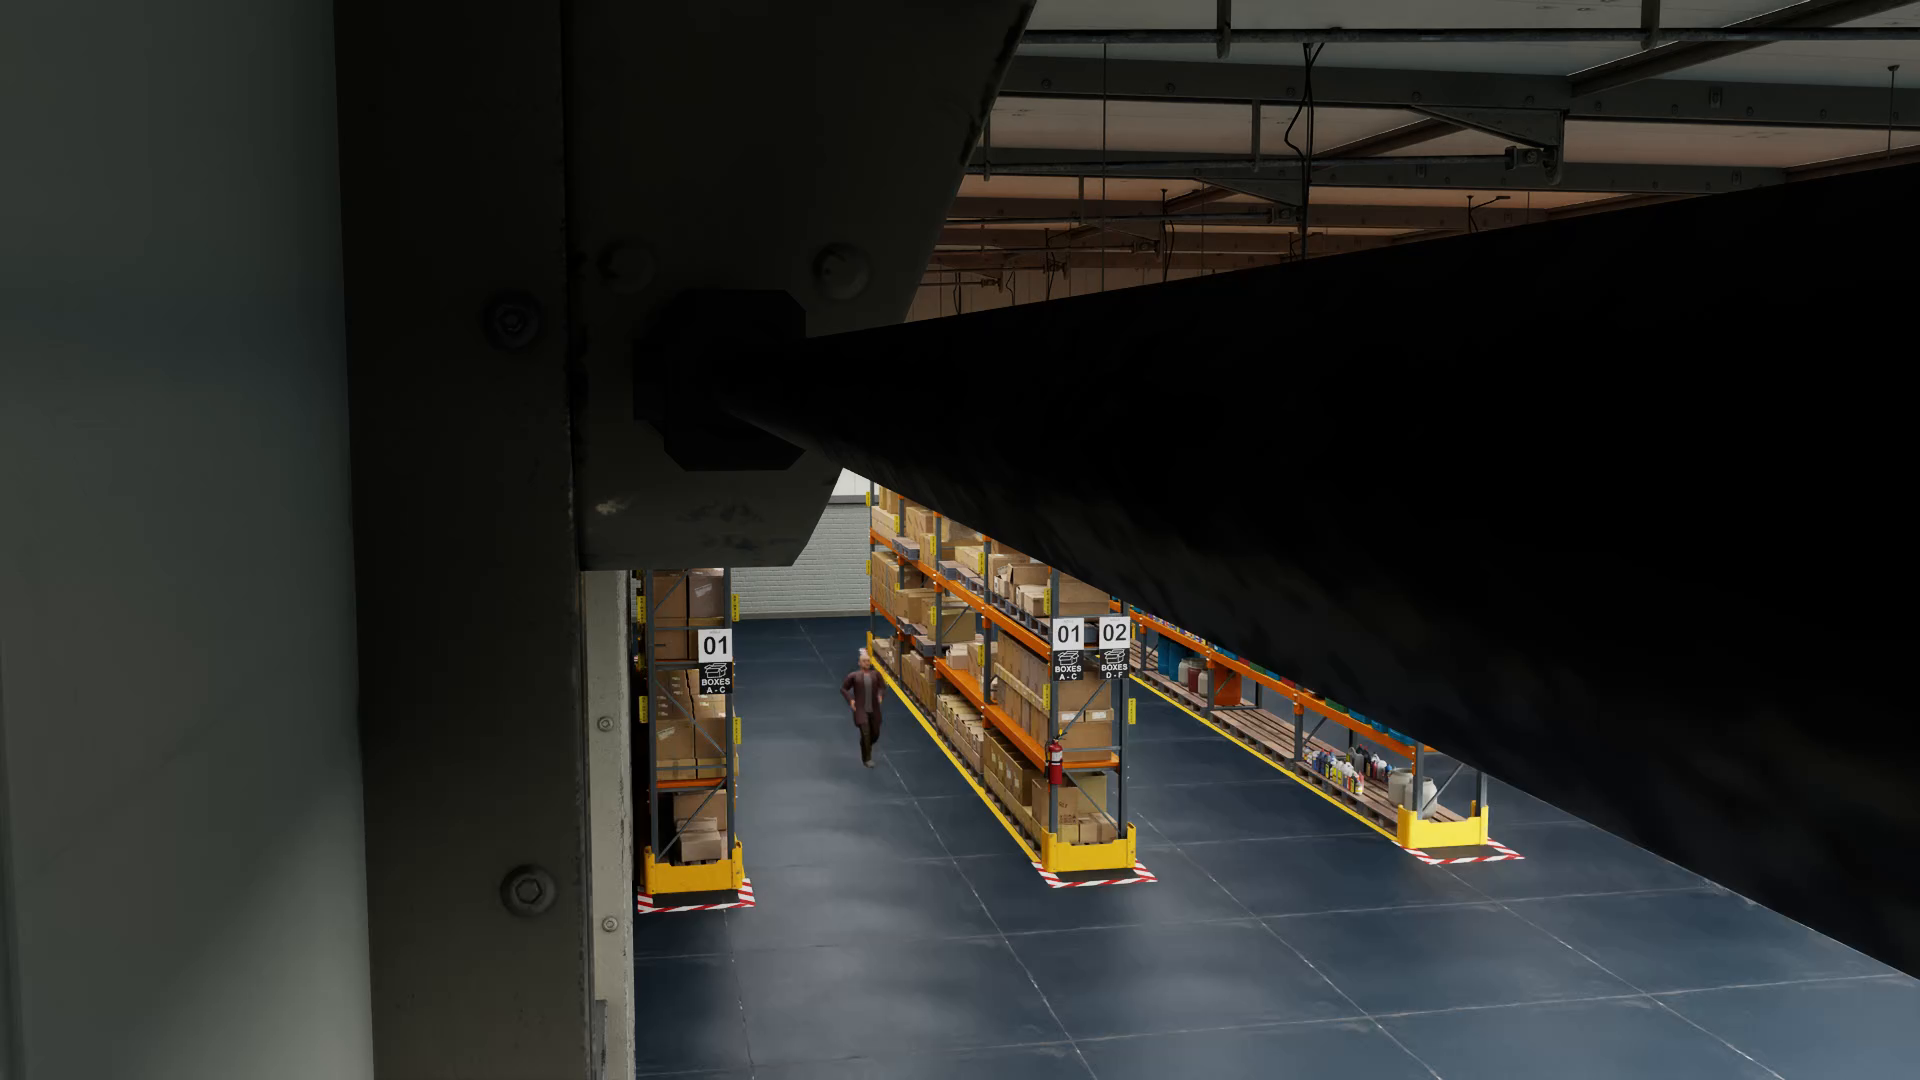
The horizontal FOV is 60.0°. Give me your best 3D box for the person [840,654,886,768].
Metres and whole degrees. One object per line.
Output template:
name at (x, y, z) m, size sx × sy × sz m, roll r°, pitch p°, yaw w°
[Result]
person at (-1.486, 2.648, 25.971) m, size 0.715 × 1.732 × 0.819 m, roll -2°, pitch 6°, yaw -21°
